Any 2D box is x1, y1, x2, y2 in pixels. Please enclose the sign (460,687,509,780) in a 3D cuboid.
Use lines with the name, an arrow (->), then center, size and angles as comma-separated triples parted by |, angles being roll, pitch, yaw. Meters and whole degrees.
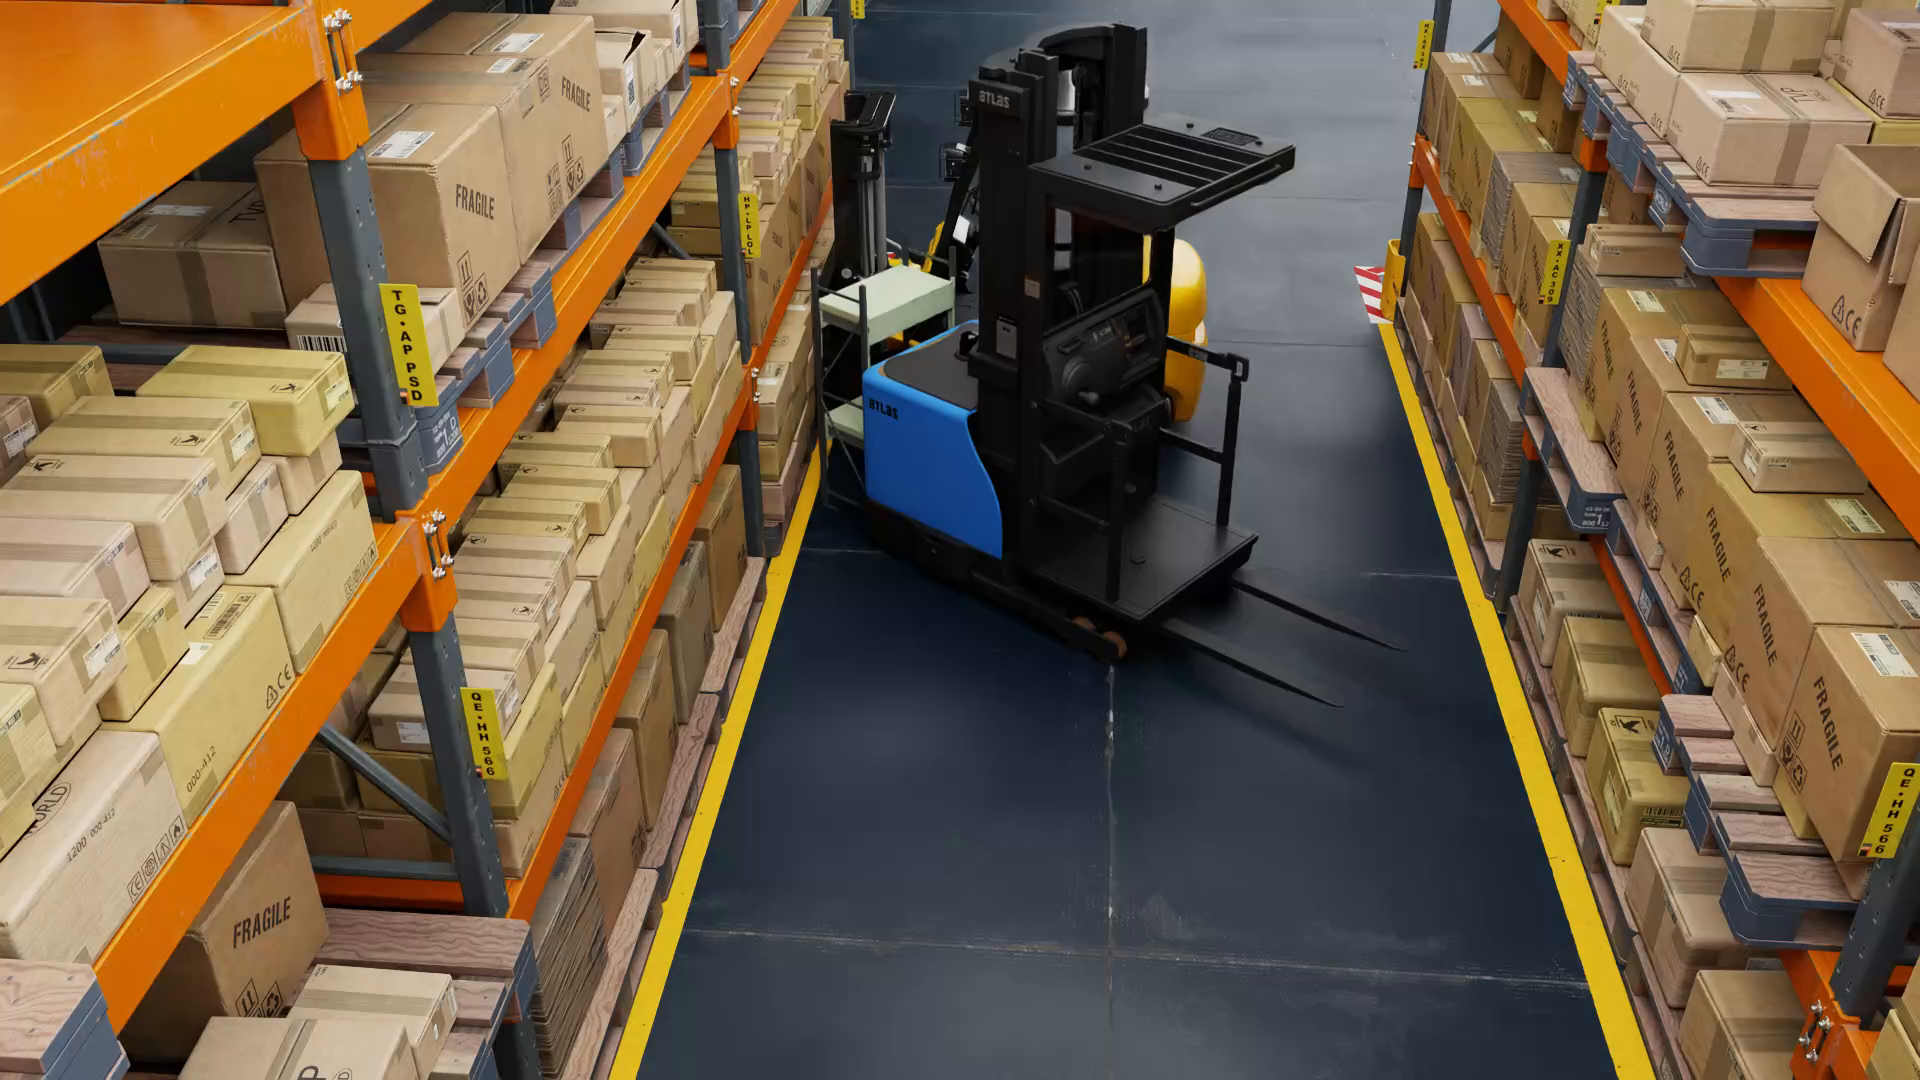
sign -> -1.358, 0.555, 4.743 | 0.100, 0.325, 0.005 | 2, 32, 4

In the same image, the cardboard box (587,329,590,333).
cardboard box -> -1.871, -0.991, 7.945 | 0.500, 0.250, 0.500 | 2, 32, 3

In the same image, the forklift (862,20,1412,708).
forklift -> 0.890, -0.926, 8.240 | 3.031, 2.935, 1.130 | 25, 39, 34

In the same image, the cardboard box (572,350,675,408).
cardboard box -> -1.429, -0.688, 7.073 | 0.380, 0.149, 0.250 | 2, 32, 3

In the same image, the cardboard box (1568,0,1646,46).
cardboard box -> 3.141, -2.469, 7.678 | 0.500, 0.250, 0.500 | 2, 32, 4

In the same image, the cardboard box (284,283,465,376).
cardboard box -> -1.568, -0.573, 4.468 | 0.380, 0.166, 0.250 | 2, 32, 4

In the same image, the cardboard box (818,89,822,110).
cardboard box -> -1.077, -2.774, 10.459 | 0.380, 0.149, 0.250 | 1, 32, 2

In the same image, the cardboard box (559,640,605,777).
cardboard box -> -1.574, 0.575, 5.881 | 0.500, 0.250, 0.500 | 2, 32, 3

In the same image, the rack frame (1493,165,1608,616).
rack frame -> 3.374, -0.886, 8.109 | 1.000, 3.000, 0.127 | 2, 32, 4

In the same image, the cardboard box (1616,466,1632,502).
cardboard box -> 2.975, -0.268, 6.945 | 0.380, 0.149, 0.250 | 3, 32, 5

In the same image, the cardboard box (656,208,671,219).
cardboard box -> -1.762, -1.645, 9.246 | 0.500, 0.500, 0.500 | 3, 32, 5

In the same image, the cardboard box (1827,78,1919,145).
cardboard box -> 3.382, -1.435, 5.884 | 0.500, 0.250, 0.500 | 3, 32, 5

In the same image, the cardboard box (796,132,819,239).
cardboard box -> -1.149, -2.159, 10.080 | 0.500, 0.500, 0.500 | 3, 32, 4

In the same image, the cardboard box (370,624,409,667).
cardboard box -> -2.100, 0.332, 5.798 | 0.500, 0.250, 0.500 | 3, 32, 4

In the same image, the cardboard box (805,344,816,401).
cardboard box -> -1.135, -1.083, 10.172 | 0.500, 0.250, 0.500 | 2, 32, 4

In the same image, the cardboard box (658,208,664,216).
cardboard box -> -1.788, -1.864, 8.982 | 0.380, 0.149, 0.250 | 3, 32, 5

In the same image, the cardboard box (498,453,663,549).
cardboard box -> -1.501, -0.178, 6.626 | 0.500, 0.250, 0.500 | 3, 32, 5

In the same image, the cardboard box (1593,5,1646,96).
cardboard box -> 2.927, -1.989, 6.783 | 0.500, 0.250, 0.500 | 2, 32, 3

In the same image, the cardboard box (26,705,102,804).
cardboard box -> -1.822, 0.340, 3.024 | 0.380, 0.149, 0.250 | 3, 32, 4

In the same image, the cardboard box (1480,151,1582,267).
cardboard box -> 3.235, -1.839, 9.276 | 0.500, 0.500, 0.500 | 3, 32, 5

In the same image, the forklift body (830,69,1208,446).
forklift body -> 0.416, -1.757, 10.331 | 2.313, 2.155, 1.214 | 2, 32, 4

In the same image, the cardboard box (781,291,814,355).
cardboard box -> -1.141, -1.297, 10.043 | 0.500, 0.250, 0.500 | 3, 32, 6

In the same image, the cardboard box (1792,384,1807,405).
cardboard box -> 3.478, -0.454, 6.628 | 0.500, 0.500, 0.500 | 4, 32, 6

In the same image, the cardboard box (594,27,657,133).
cardboard box -> -1.452, -1.766, 6.267 | 0.500, 0.311, 0.500 | 1, 32, 2

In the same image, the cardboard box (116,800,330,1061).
cardboard box -> -2.097, 1.037, 4.493 | 0.500, 0.500, 0.500 | 4, 32, 6

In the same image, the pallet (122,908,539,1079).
pallet -> -1.885, 1.435, 4.526 | 1.213, 0.211, 1.003 | 2, 32, 4

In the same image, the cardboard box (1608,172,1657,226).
cardboard box -> 3.626, -1.702, 8.100 | 0.700, 0.500, 0.500 | 2, 32, 3

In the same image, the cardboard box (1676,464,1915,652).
cardboard box -> 2.879, 0.073, 5.773 | 0.500, 0.500, 0.500 | 0, 32, 1

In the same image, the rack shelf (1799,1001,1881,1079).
rack shelf -> 2.885, 2.558, 3.206 | 1.077, 0.370, 4.000 | 2, 32, 4

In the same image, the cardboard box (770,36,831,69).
cardboard box -> -1.051, -3.168, 10.815 | 0.380, 0.149, 0.250 | 3, 32, 5

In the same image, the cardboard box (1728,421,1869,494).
cardboard box -> 2.900, -0.286, 5.738 | 0.380, 0.149, 0.250 | 1, 32, 2

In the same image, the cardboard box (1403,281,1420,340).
cardboard box -> 3.358, -1.576, 11.449 | 0.500, 0.250, 0.500 | 2, 32, 4

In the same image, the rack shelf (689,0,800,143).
rack shelf -> -1.411, -3.112, 9.548 | 1.077, 0.370, 4.000 | 2, 32, 4

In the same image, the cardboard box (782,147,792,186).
cardboard box -> -1.156, -2.106, 9.375 | 0.380, 0.149, 0.250 | 2, 32, 3

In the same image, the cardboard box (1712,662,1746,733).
cardboard box -> 2.794, 0.544, 5.627 | 0.380, 0.149, 0.250 | 1, 32, 2

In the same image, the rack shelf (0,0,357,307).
rack shelf -> -2.062, -0.036, 2.078 | 1.077, 0.370, 4.000 | 2, 32, 4

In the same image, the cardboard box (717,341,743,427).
cardboard box -> -1.354, -0.757, 8.043 | 0.500, 0.250, 0.500 | 3, 32, 5

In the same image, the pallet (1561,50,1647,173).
pallet -> 3.217, -1.765, 6.855 | 1.213, 0.211, 1.003 | 2, 32, 4

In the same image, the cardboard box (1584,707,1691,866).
cardboard box -> 3.223, 1.068, 7.042 | 0.950, 0.372, 0.625 | 3, 32, 6

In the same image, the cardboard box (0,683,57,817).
cardboard box -> -1.738, 0.357, 2.712 | 0.380, 0.149, 0.250 | 3, 32, 4

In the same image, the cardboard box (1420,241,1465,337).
cardboard box -> 3.319, -1.609, 10.788 | 0.500, 0.500, 0.500 | 1, 32, 2

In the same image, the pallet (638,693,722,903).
pallet -> -1.692, 1.118, 7.515 | 1.003, 0.211, 1.213 | 2, 32, 4

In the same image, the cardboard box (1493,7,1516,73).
cardboard box -> 3.875, -3.296, 10.688 | 0.700, 0.500, 0.500 | 2, 32, 3

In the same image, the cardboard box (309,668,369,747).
cardboard box -> -2.075, 0.498, 5.149 | 0.380, 0.149, 0.250 | 3, 32, 6

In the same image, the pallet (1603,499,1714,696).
pallet -> 3.168, 0.251, 6.448 | 1.003, 0.211, 1.213 | 2, 32, 4

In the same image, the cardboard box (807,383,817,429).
cardboard box -> -1.152, -0.878, 10.317 | 0.500, 0.250, 0.500 | 3, 32, 5

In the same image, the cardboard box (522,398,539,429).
cardboard box -> -1.973, -0.576, 6.892 | 0.380, 0.149, 0.250 | 2, 32, 4

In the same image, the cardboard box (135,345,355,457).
cardboard box -> -1.633, -0.321, 3.813 | 0.380, 0.149, 0.250 | 3, 32, 6

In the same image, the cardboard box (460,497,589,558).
cardboard box -> -1.565, -0.022, 5.994 | 0.380, 0.149, 0.250 | 3, 32, 5

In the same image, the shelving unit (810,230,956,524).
shelving unit -> -0.421, -0.929, 9.608 | 0.431, 1.500, 0.755 | 24, 39, 34

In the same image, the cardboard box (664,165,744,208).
cardboard box -> -1.338, -1.837, 8.655 | 0.380, 0.149, 0.250 | 3, 32, 5

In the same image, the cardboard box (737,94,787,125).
cardboard box -> -1.224, -2.503, 9.736 | 0.380, 0.149, 0.250 | 3, 32, 4

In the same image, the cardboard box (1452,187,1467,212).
cardboard box -> 3.303, -2.166, 10.426 | 0.380, 0.149, 0.250 | 3, 32, 5

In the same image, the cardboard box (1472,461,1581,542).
cardboard box -> 3.154, -0.215, 9.240 | 0.500, 0.250, 0.500 | 4, 32, 6

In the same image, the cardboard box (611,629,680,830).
cardboard box -> -1.735, 0.808, 7.223 | 0.875, 0.625, 0.625 | 1, 32, 2

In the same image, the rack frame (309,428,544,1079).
rack frame -> -1.899, 0.996, 5.056 | 1.000, 3.000, 0.127 | 2, 32, 4

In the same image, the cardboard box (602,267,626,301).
cardboard box -> -1.816, -1.240, 7.970 | 0.380, 0.149, 0.250 | 2, 32, 3
